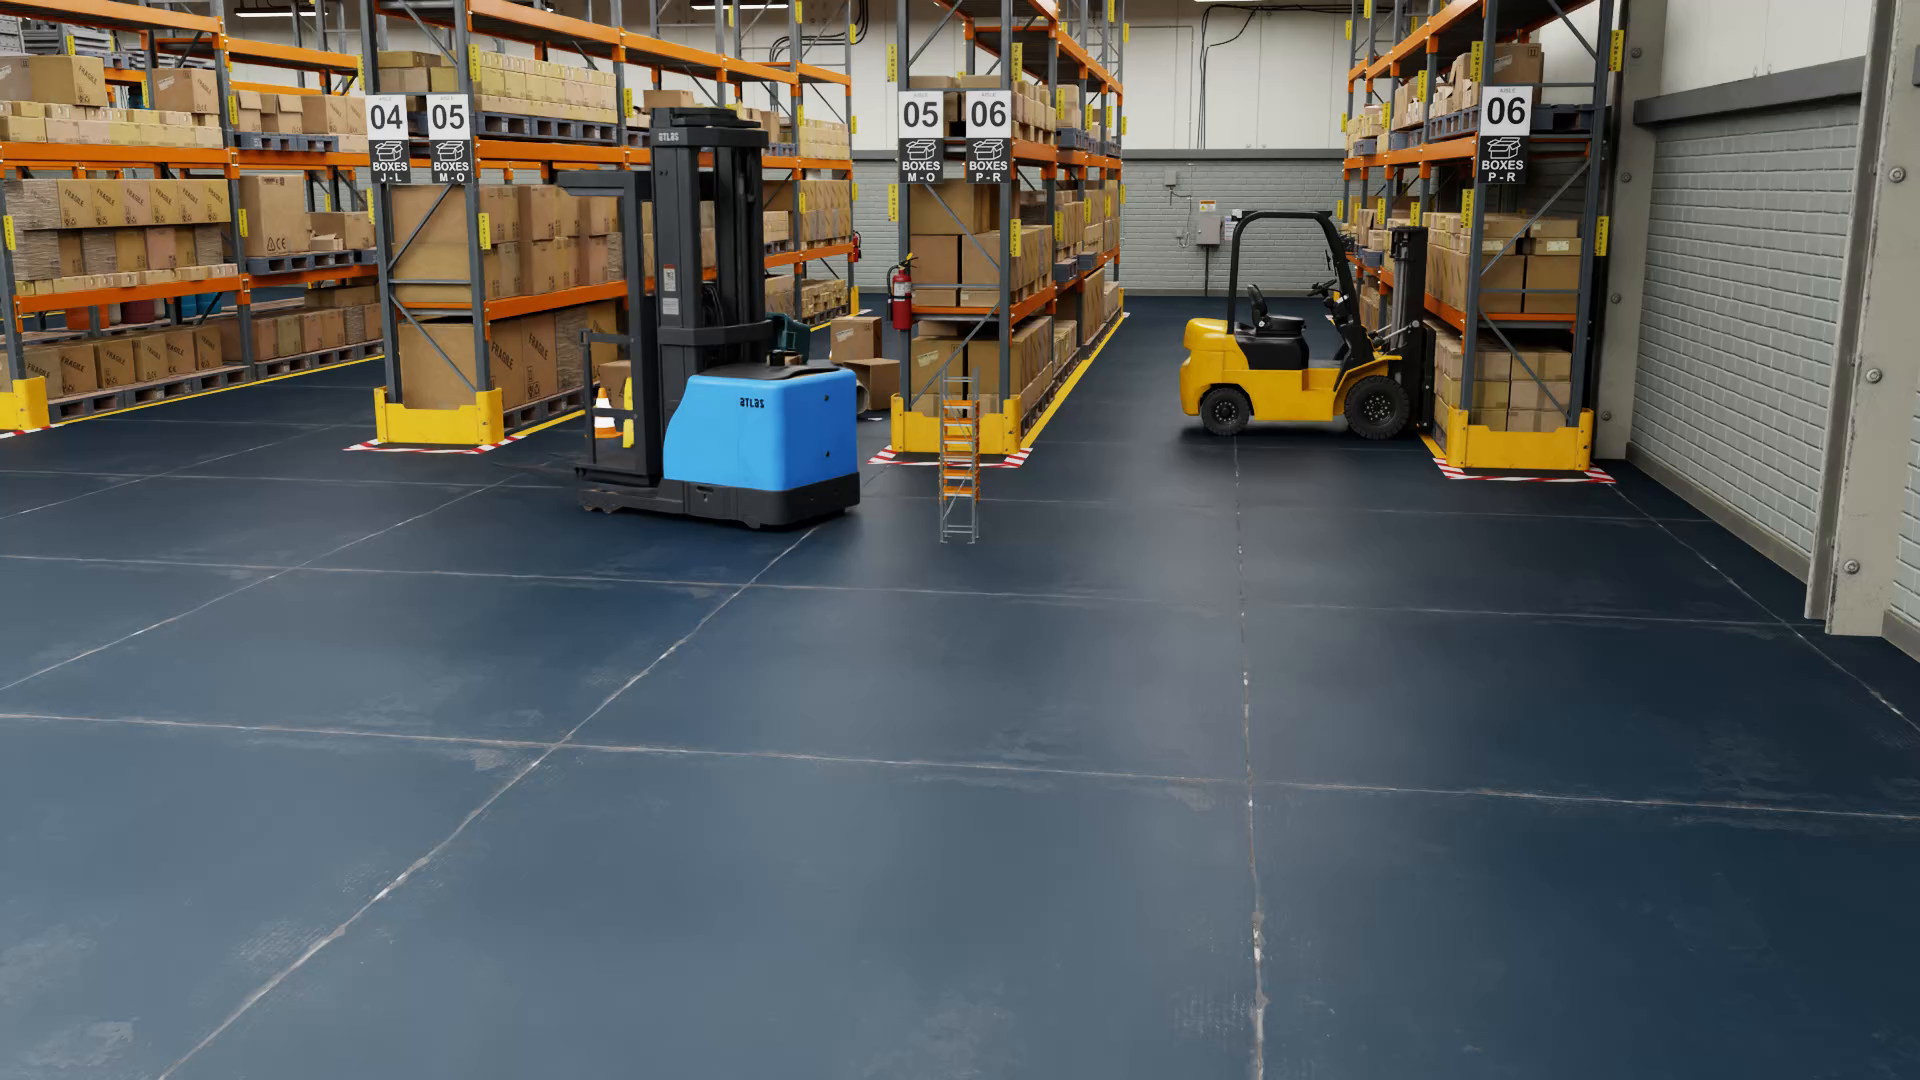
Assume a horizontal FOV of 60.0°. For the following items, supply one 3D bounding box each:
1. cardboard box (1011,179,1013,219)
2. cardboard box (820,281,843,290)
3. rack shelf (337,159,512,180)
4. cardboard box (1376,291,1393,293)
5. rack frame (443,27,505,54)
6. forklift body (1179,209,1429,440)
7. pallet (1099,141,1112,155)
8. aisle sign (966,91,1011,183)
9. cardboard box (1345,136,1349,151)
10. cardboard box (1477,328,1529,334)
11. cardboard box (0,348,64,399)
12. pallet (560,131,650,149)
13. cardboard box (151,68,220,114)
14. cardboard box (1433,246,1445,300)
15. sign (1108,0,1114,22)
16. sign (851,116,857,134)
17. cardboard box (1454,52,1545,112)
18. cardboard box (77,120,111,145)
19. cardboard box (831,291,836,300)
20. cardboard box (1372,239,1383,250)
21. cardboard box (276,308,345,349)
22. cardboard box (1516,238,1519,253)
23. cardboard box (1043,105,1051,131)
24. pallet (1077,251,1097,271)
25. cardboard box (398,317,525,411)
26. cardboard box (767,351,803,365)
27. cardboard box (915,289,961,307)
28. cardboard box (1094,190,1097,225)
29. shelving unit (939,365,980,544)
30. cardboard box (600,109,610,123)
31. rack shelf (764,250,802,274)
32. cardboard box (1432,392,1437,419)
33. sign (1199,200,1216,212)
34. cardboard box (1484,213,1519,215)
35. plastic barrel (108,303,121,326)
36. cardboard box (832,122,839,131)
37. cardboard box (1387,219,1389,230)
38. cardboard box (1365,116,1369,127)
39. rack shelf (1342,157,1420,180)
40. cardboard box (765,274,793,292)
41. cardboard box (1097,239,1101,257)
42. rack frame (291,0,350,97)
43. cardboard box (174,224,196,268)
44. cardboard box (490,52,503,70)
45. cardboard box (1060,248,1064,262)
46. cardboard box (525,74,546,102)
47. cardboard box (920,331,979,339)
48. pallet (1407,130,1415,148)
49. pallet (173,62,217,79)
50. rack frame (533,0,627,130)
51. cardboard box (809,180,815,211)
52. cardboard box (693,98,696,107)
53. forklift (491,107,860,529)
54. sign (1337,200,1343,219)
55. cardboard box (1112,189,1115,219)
[{"bbox_3d":[0.186,-3.605,17.787,0.700,0.500,0.500,2,12,9],"label":"cardboard box"},{"bbox_3d":[-2.334,-4.626,30.195,0.380,0.149,0.250,2,12,7],"label":"cardboard box"},{"bbox_3d":[-8.302,-5.797,25.861,1.077,0.370,4.000,2,12,9],"label":"rack shelf"},{"bbox_3d":[6.234,-3.521,24.109,0.380,0.149,0.250,2,12,9],"label":"cardboard box"},{"bbox_3d":[-7.994,-8.032,27.401,1.000,3.000,0.127,2,12,9],"label":"rack frame"},{"bbox_3d":[3.347,-2.159,16.405,2.313,2.155,1.214,2,12,9],"label":"forklift body"},{"bbox_3d":[1.934,-6.371,27.026,1.003,0.211,1.213,2,12,9],"label":"pallet"},{"bbox_3d":[0.249,-3.528,14.572,0.394,0.787,0.004,2,12,9],"label":"aisle sign"},{"bbox_3d":[6.980,-6.905,28.946,0.500,0.250,0.500,2,12,8],"label":"cardboard box"},{"bbox_3d":[5.434,-1.983,16.731,0.500,0.250,0.500,2,12,9],"label":"cardboard box"},{"bbox_3d":[-9.727,-1.714,17.262,0.500,0.500,0.500,4,13,19],"label":"cardboard box"},{"bbox_3d":[-4.247,-4.817,20.060,0.805,0.209,1.217,1,12,6],"label":"pallet"},{"bbox_3d":[-9.042,-5.237,19.423,0.500,0.500,0.500,2,12,7],"label":"cardboard box"},{"bbox_3d":[4.908,-2.599,16.196,0.500,0.500,0.500,2,12,9],"label":"cardboard box"},{"bbox_3d":[2.336,-8.191,25.735,0.100,0.325,0.005,2,12,9],"label":"sign"},{"bbox_3d":[-1.948,-7.627,30.542,0.100,0.325,0.005,2,12,9],"label":"sign"},{"bbox_3d":[4.941,-4.199,15.267,0.700,0.500,0.500,2,12,9],"label":"cardboard box"},{"bbox_3d":[-9.357,-4.296,17.546,0.500,0.250,0.500,2,12,8],"label":"cardboard box"},{"bbox_3d":[-2.438,-4.371,29.722,0.380,0.149,0.250,2,12,9],"label":"cardboard box"},{"bbox_3d":[5.810,-4.017,22.612,0.380,0.149,0.250,2,12,10],"label":"cardboard box"},{"bbox_3d":[-8.846,-2.885,22.650,0.700,0.500,0.500,3,13,13],"label":"cardboard box"},{"bbox_3d":[5.187,-2.654,14.911,0.380,0.149,0.250,2,12,8],"label":"cardboard box"},{"bbox_3d":[0.689,-4.445,17.530,0.500,0.250,0.500,2,12,8],"label":"cardboard box"},{"bbox_3d":[1.178,-3.700,21.996,1.213,0.211,1.003,2,12,9],"label":"pallet"},{"bbox_3d":[-4.915,-1.729,16.444,0.875,0.875,0.875,2,12,9],"label":"cardboard box"},{"bbox_3d":[-2.143,-1.769,18.183,0.797,0.637,0.503,2,12,9],"label":"cardboard box"},{"bbox_3d":[-0.201,-2.242,15.372,0.380,0.149,0.250,2,12,11],"label":"cardboard box"},{"bbox_3d":[1.743,-4.893,24.469,0.500,0.500,0.500,2,12,10],"label":"cardboard box"},{"bbox_3d":[-0.002,-0.584,11.353,0.258,1.200,0.189,2,12,9],"label":"shelving unit"},{"bbox_3d":[-4.118,-4.711,18.475,0.380,0.149,0.250,2,12,10],"label":"cardboard box"},{"bbox_3d":[-3.416,-4.149,25.334,1.077,0.370,4.000,2,12,9],"label":"rack shelf"},{"bbox_3d":[4.789,-1.296,15.917,0.500,0.250,0.500,2,12,9],"label":"cardboard box"},{"bbox_3d":[5.288,-7.135,35.522,0.339,0.242,0.001,2,12,9],"label":"sign"},{"bbox_3d":[5.643,-3.337,17.373,0.380,0.149,0.250,2,12,7],"label":"cardboard box"},{"bbox_3d":[-13.446,-3.639,26.166,0.421,0.512,0.421,0,12,0],"label":"plastic barrel"},{"bbox_3d":[-2.361,-7.343,29.551,0.380,0.149,0.250,2,12,10],"label":"cardboard box"},{"bbox_3d":[5.748,-4.094,21.595,0.380,0.149,0.250,2,12,10],"label":"cardboard box"},{"bbox_3d":[6.159,-6.149,24.443,0.380,0.149,0.250,2,12,8],"label":"cardboard box"},{"bbox_3d":[7.011,-6.149,27.493,1.077,0.370,4.000,2,12,9],"label":"rack shelf"},{"bbox_3d":[-2.973,-4.104,26.573,0.500,0.250,0.500,2,12,7],"label":"cardboard box"},{"bbox_3d":[1.899,-4.497,25.596,0.500,0.250,0.500,2,12,8],"label":"cardboard box"},{"bbox_3d":[-12.273,-9.025,32.010,1.000,3.000,0.127,2,12,9],"label":"rack frame"},{"bbox_3d":[-9.466,-3.433,19.361,0.875,0.500,0.500,2,12,9],"label":"cardboard box"},{"bbox_3d":[-4.549,-4.518,15.687,0.380,0.149,0.250,2,12,9],"label":"cardboard box"},{"bbox_3d":[1.012,-3.352,19.525,0.380,0.149,0.250,2,12,10],"label":"cardboard box"},{"bbox_3d":[-4.473,-4.515,16.618,0.500,0.250,0.500,2,12,8],"label":"cardboard box"},{"bbox_3d":[-0.105,-1.792,16.437,0.500,0.500,0.500,2,12,11],"label":"cardboard box"},{"bbox_3d":[5.903,-4.782,19.891,1.003,0.211,1.213,2,12,11],"label":"pallet"},{"bbox_3d":[-12.985,-7.731,27.404,1.003,0.211,1.213,2,12,9],"label":"pallet"},{"bbox_3d":[-4.339,-6.185,18.831,1.000,3.000,0.127,2,12,9],"label":"rack frame"},{"bbox_3d":[-2.734,-5.795,27.945,0.500,0.500,0.500,2,12,7],"label":"cardboard box"},{"bbox_3d":[-3.918,-6.067,23.349,0.396,0.266,0.258,2,12,9],"label":"cardboard box"},{"bbox_3d":[-2.274,-1.718,12.509,3.031,2.935,1.130,7,14,31],"label":"forklift"},{"bbox_3d":[6.782,-5.891,29.655,0.100,0.325,0.005,2,12,9],"label":"sign"},{"bbox_3d":[2.364,-5.723,28.318,0.500,0.500,0.500,2,12,8],"label":"cardboard box"}]
